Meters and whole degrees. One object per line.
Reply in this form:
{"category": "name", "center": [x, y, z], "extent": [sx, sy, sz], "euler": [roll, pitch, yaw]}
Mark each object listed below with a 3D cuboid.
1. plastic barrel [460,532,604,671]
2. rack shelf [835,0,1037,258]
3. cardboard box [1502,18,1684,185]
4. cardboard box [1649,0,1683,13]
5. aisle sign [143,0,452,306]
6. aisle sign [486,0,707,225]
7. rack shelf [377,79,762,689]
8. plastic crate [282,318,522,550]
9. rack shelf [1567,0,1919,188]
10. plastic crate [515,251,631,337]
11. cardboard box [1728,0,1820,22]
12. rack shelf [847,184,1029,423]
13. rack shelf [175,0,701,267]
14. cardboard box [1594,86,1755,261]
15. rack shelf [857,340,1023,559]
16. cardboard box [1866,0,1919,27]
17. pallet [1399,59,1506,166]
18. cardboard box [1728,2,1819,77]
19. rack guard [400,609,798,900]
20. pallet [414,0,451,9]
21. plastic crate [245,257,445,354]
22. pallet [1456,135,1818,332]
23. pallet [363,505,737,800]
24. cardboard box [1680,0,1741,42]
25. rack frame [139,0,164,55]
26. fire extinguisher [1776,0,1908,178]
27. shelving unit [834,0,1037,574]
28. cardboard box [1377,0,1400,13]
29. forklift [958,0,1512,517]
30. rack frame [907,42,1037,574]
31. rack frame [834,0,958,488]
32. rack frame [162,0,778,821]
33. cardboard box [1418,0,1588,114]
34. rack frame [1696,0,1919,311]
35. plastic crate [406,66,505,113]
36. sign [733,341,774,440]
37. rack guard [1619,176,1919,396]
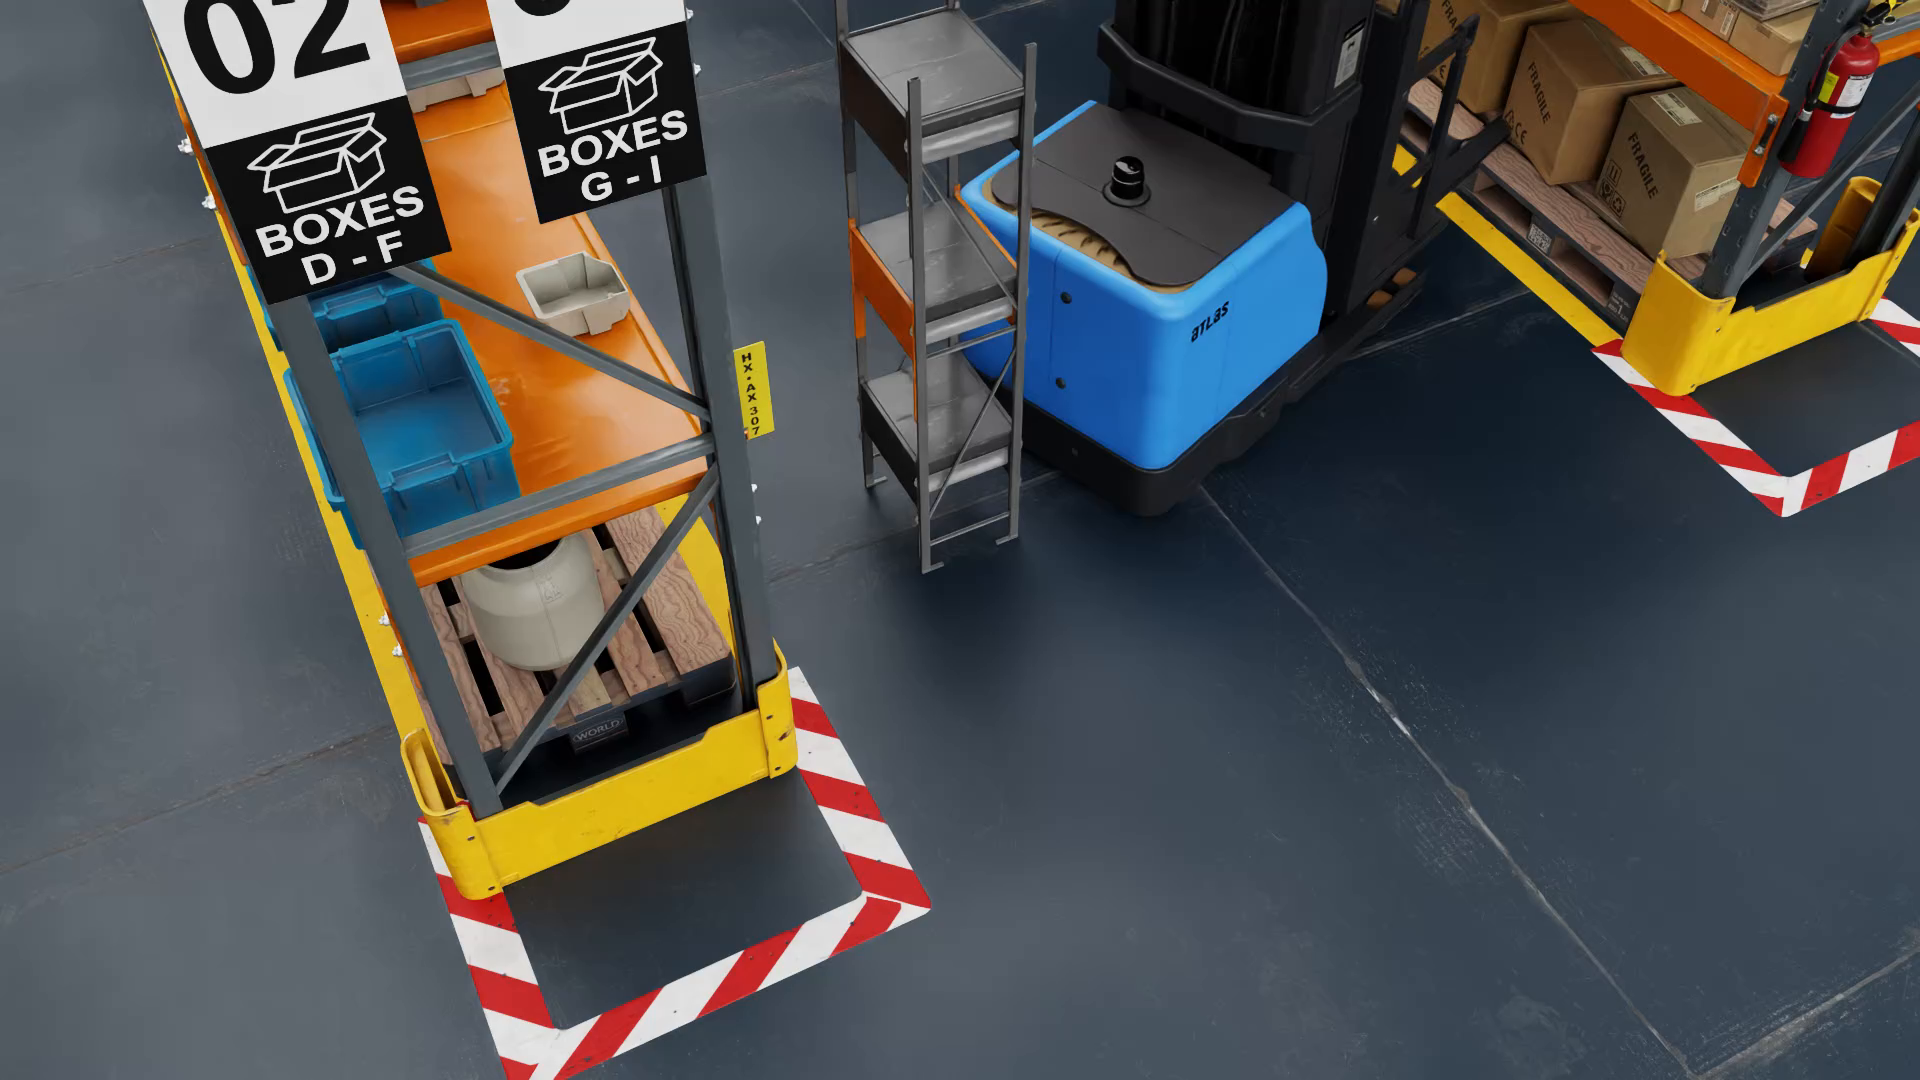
{"category": "plastic barrel", "center": [-1.413, 0.153, 5.497], "extent": [0.421, 0.512, 0.421], "euler": [0, 49, 0]}
{"category": "rack shelf", "center": [-0.076, -1.254, 5.040], "extent": [0.431, 0.518, 0.480], "euler": [-21, 52, -18]}
{"category": "cardboard box", "center": [2.785, -1.947, 7.342], "extent": [0.500, 0.500, 0.500], "euler": [-9, 49, -8]}
{"category": "cardboard box", "center": [2.772, -2.174, 6.325], "extent": [0.380, 0.149, 0.250], "euler": [-21, 52, -18]}
{"category": "aisle sign", "center": [-1.275, -0.819, 3.246], "extent": [0.394, 0.787, 0.004], "euler": [-21, 52, -18]}
{"category": "aisle sign", "center": [-0.751, -1.022, 3.424], "extent": [0.394, 0.787, 0.004], "euler": [-21, 52, -18]}
{"category": "rack shelf", "center": [-1.959, -1.215, 5.798], "extent": [1.077, 0.370, 4.000], "euler": [-21, 52, -18]}
{"category": "plastic crate", "center": [-1.539, -0.296, 4.615], "extent": [0.499, 0.251, 0.616], "euler": [-21, 52, -18]}
{"category": "rack shelf", "center": [2.445, -2.921, 7.290], "extent": [1.077, 0.370, 4.000], "euler": [-21, 52, -18]}
{"category": "plastic crate", "center": [-1.168, -0.736, 5.077], "extent": [0.298, 0.136, 0.250], "euler": [-21, 52, -18]}
{"category": "cardboard box", "center": [3.133, -2.328, 6.029], "extent": [0.875, 0.500, 0.500], "euler": [-21, 52, -18]}
{"category": "rack shelf", "center": [-0.076, -0.793, 5.567], "extent": [0.431, 0.518, 0.480], "euler": [-21, 52, -18]}
{"category": "rack shelf", "center": [-1.959, -2.203, 4.669], "extent": [1.077, 0.370, 4.000], "euler": [-21, 52, -18]}
{"category": "cardboard box", "center": [3.089, -1.559, 7.002], "extent": [0.500, 0.500, 0.500], "euler": [-13, 50, -11]}
{"category": "rack shelf", "center": [-0.076, -0.332, 6.094], "extent": [0.431, 0.518, 0.480], "euler": [-21, 52, -18]}
{"category": "cardboard box", "center": [3.441, -2.010, 6.182], "extent": [0.380, 0.149, 0.250], "euler": [-21, 52, -18]}
{"category": "pallet", "center": [2.430, -2.324, 8.142], "extent": [1.003, 0.211, 1.213], "euler": [-21, 52, -18]}
{"category": "cardboard box", "center": [3.046, -1.856, 6.048], "extent": [0.380, 0.149, 0.250], "euler": [-21, 52, -18]}
{"category": "rack guard", "center": [-1.121, 0.675, 5.328], "extent": [1.175, 0.500, 0.348], "euler": [-21, 52, -18]}
{"category": "pallet", "center": [-1.336, -1.626, 3.812], "extent": [1.003, 0.211, 1.213], "euler": [-21, 52, -18]}
{"category": "plastic crate", "center": [-1.831, -0.733, 4.997], "extent": [0.499, 0.251, 0.408], "euler": [-21, 52, -18]}
{"category": "pallet", "center": [2.985, -1.508, 7.429], "extent": [1.003, 0.211, 1.213], "euler": [-21, 52, -18]}
{"category": "pallet", "center": [-1.488, 0.224, 5.914], "extent": [1.003, 0.211, 1.213], "euler": [-21, 52, -18]}
{"category": "cardboard box", "center": [2.932, -2.024, 6.194], "extent": [0.380, 0.149, 0.250], "euler": [-21, 52, -18]}
{"category": "rack frame", "center": [-1.044, -2.089, 2.098], "extent": [1.000, 3.000, 0.127], "euler": [-21, 52, -18]}
{"category": "fire extinguisher", "center": [3.002, -1.559, 5.672], "extent": [0.296, 0.674, 0.183], "euler": [-21, 52, -18]}
{"category": "shelving unit", "center": [-0.076, -0.802, 5.557], "extent": [0.431, 2.100, 0.503], "euler": [-21, 52, -18]}
{"category": "cardboard box", "center": [2.300, -2.761, 8.054], "extent": [0.500, 0.500, 0.500], "euler": [-26, 54, -21]}
{"category": "forklift", "center": [1.331, -2.084, 6.125], "extent": [1.130, 2.935, 3.031], "euler": [34, 57, 26]}
{"category": "rack frame", "center": [0.036, -0.639, 5.414], "extent": [0.400, 2.100, 0.015], "euler": [-21, 52, -18]}
{"category": "rack frame", "center": [-0.187, -0.965, 5.699], "extent": [0.400, 2.100, 0.015], "euler": [-21, 52, -18]}
{"category": "rack frame", "center": [-1.044, -0.113, 4.356], "extent": [1.000, 3.000, 0.127], "euler": [-21, 52, -18]}
{"category": "cardboard box", "center": [2.515, -2.372, 7.714], "extent": [0.500, 0.500, 0.500], "euler": [-17, 51, -14]}
{"category": "rack frame", "center": [3.360, -1.819, 5.849], "extent": [1.000, 3.000, 0.127], "euler": [-21, 52, -18]}
{"category": "plastic crate", "center": [-1.906, -1.704, 5.923], "extent": [0.530, 0.136, 0.437], "euler": [-21, 52, -18]}
{"category": "sign", "center": [-0.553, -0.391, 4.415], "extent": [0.100, 0.325, 0.005], "euler": [-21, 52, -18]}
{"category": "rack guard", "center": [3.325, -1.047, 6.834], "extent": [1.175, 0.500, 0.348], "euler": [-21, 52, -18]}
